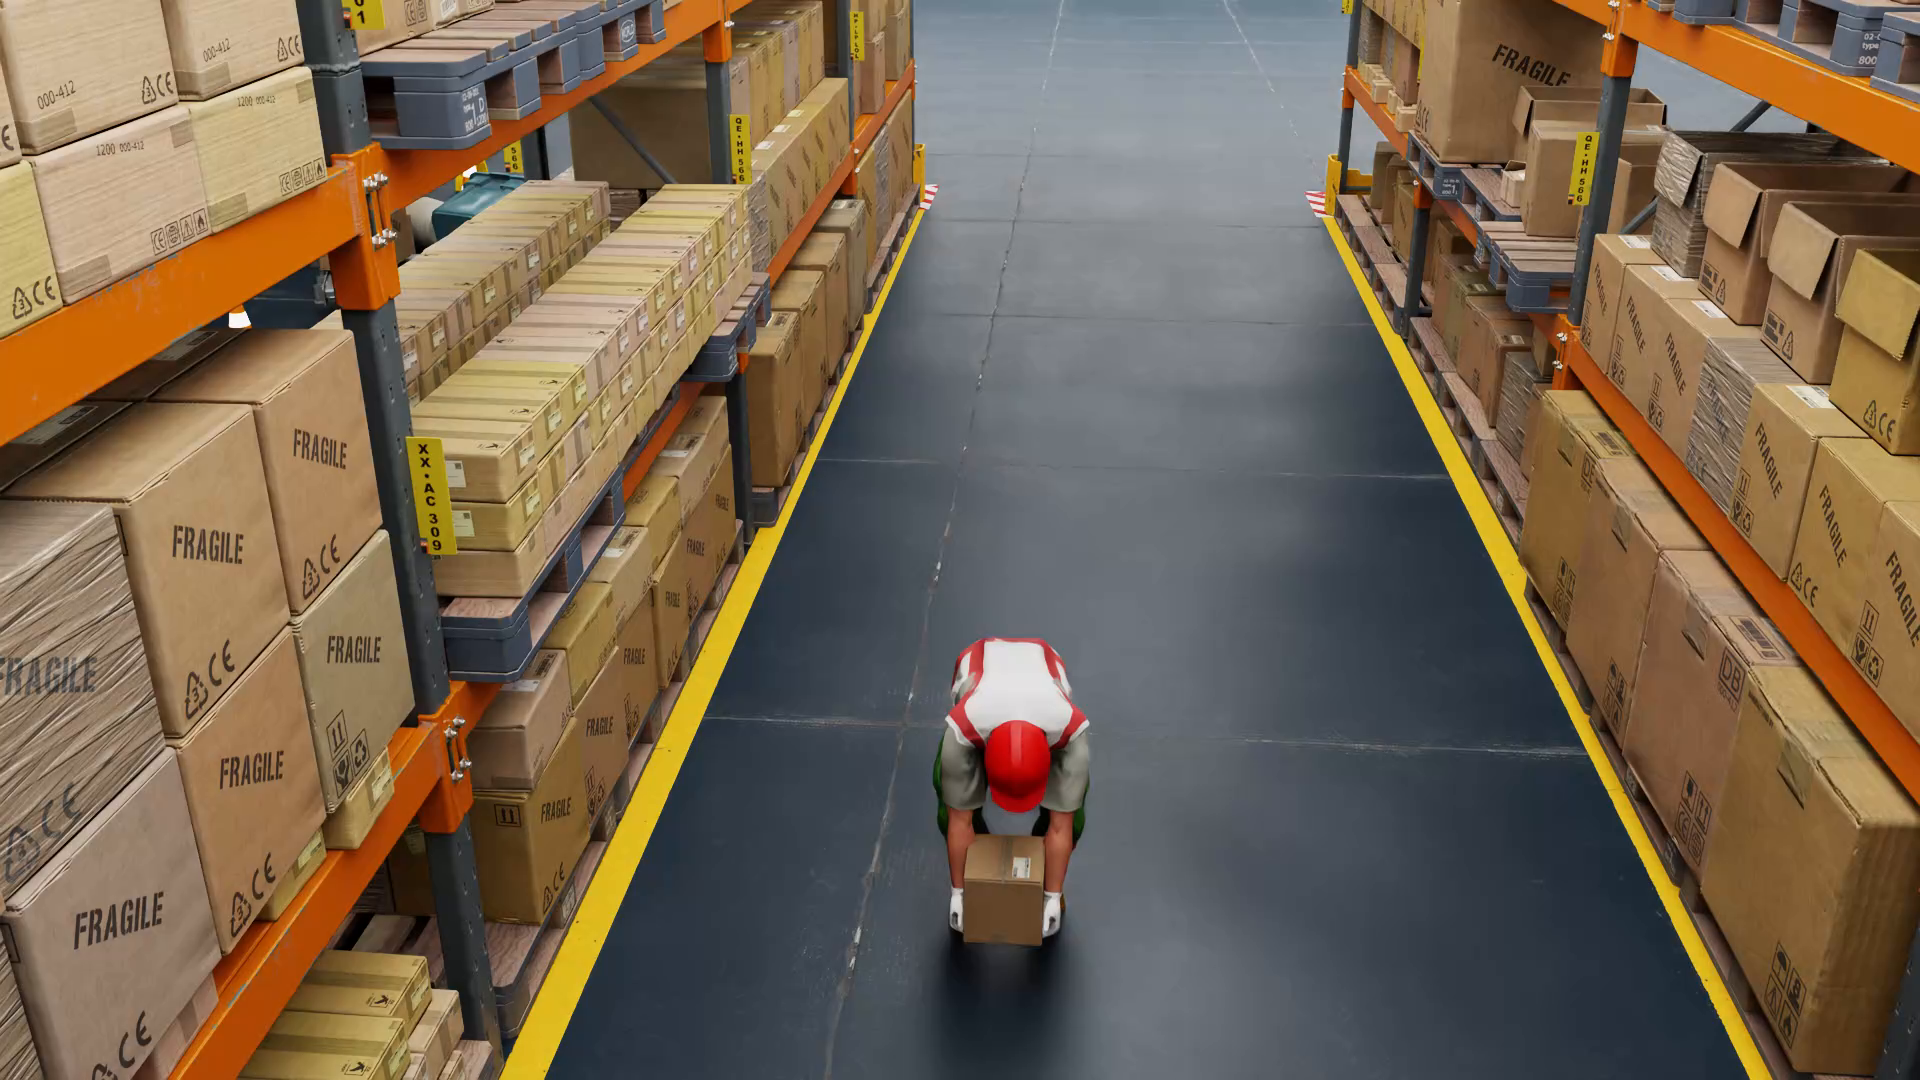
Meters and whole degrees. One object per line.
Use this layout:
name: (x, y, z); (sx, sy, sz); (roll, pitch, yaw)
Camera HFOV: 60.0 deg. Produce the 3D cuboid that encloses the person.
person: (0.172, 0.876, 5.559); (0.533, 1.026, 0.958); (1, 24, 2)
